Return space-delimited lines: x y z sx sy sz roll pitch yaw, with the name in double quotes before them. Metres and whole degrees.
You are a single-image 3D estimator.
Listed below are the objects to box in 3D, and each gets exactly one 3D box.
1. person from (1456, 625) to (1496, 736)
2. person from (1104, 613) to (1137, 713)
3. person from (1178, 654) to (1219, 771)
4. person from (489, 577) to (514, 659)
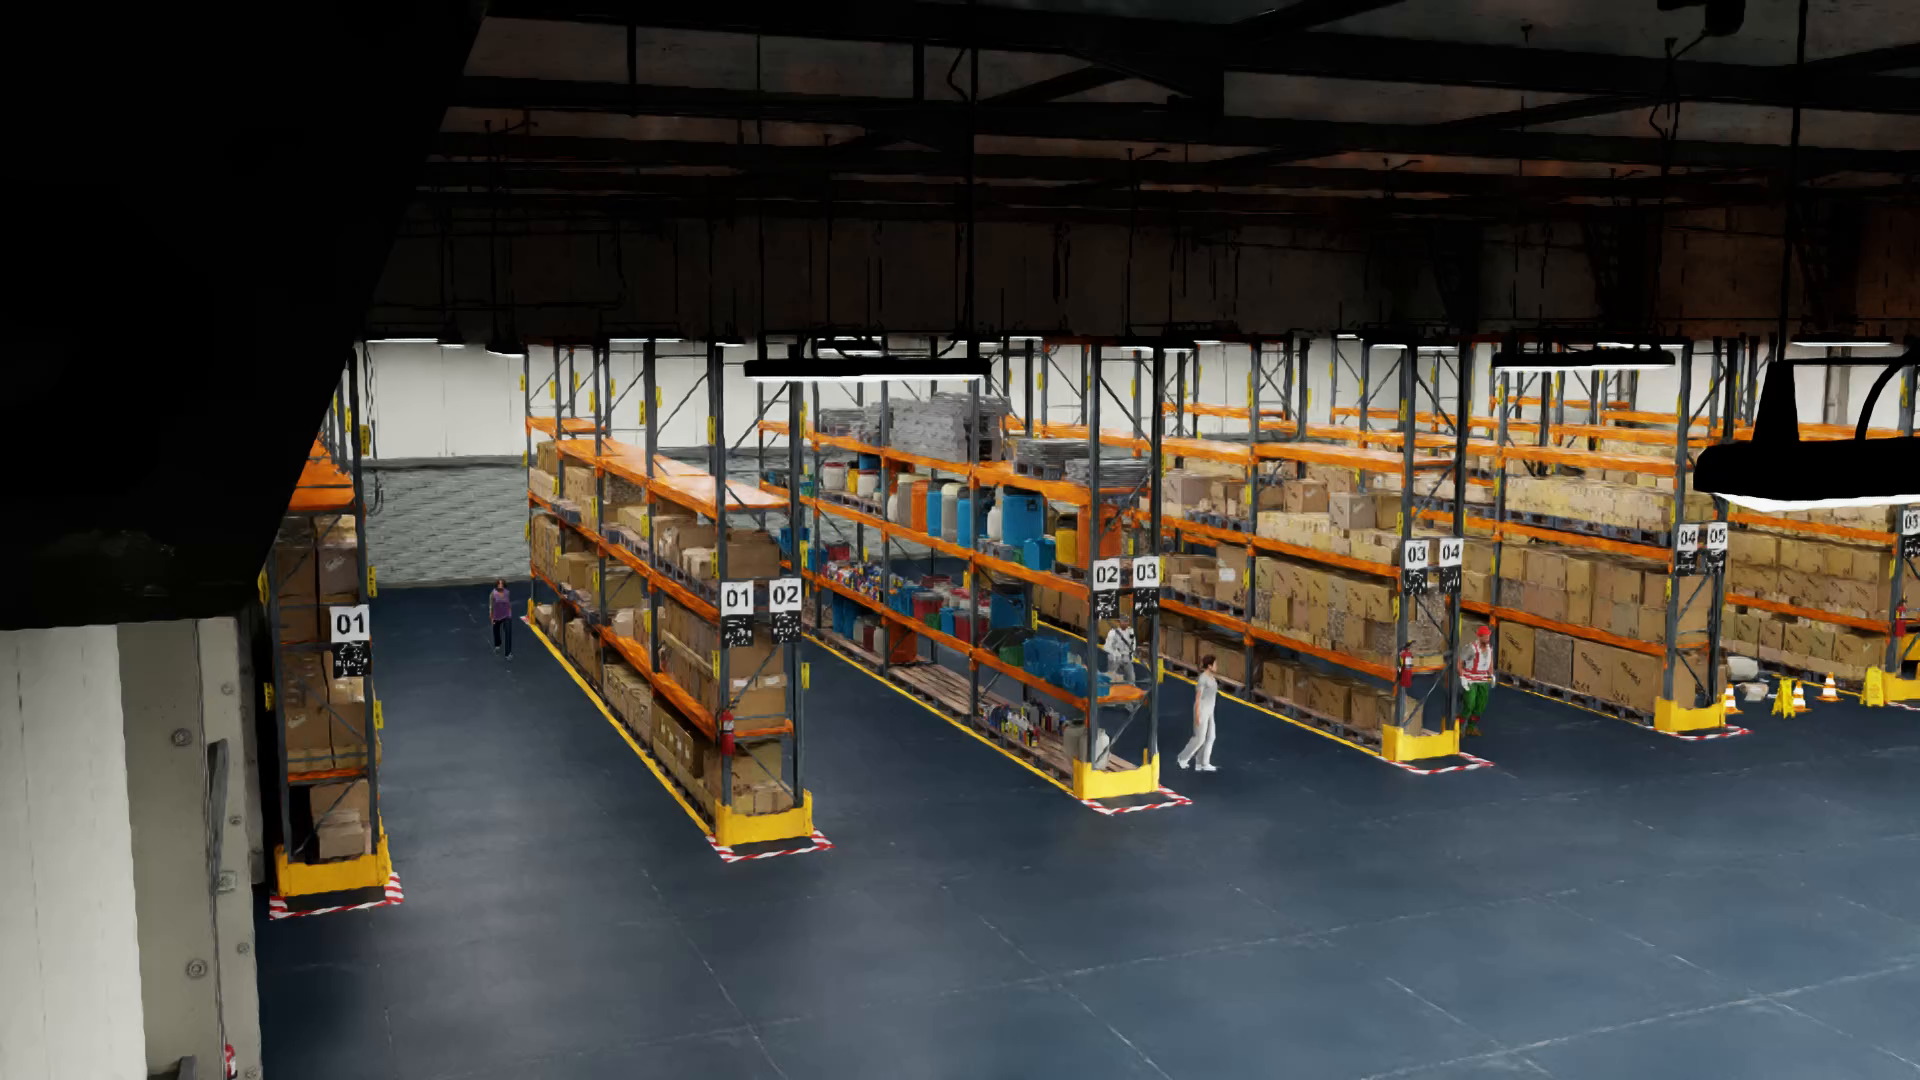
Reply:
"person" 7.819 2.136 25.196 0.677 1.741 0.552 -3 8 -24
"person" 2.609 1.949 27.001 0.636 1.616 0.814 -2 8 -17
"person" 3.346 2.417 23.358 0.533 1.659 0.513 5 9 32
"person" -8.604 1.432 31.137 0.417 1.517 1.037 -3 8 -20
